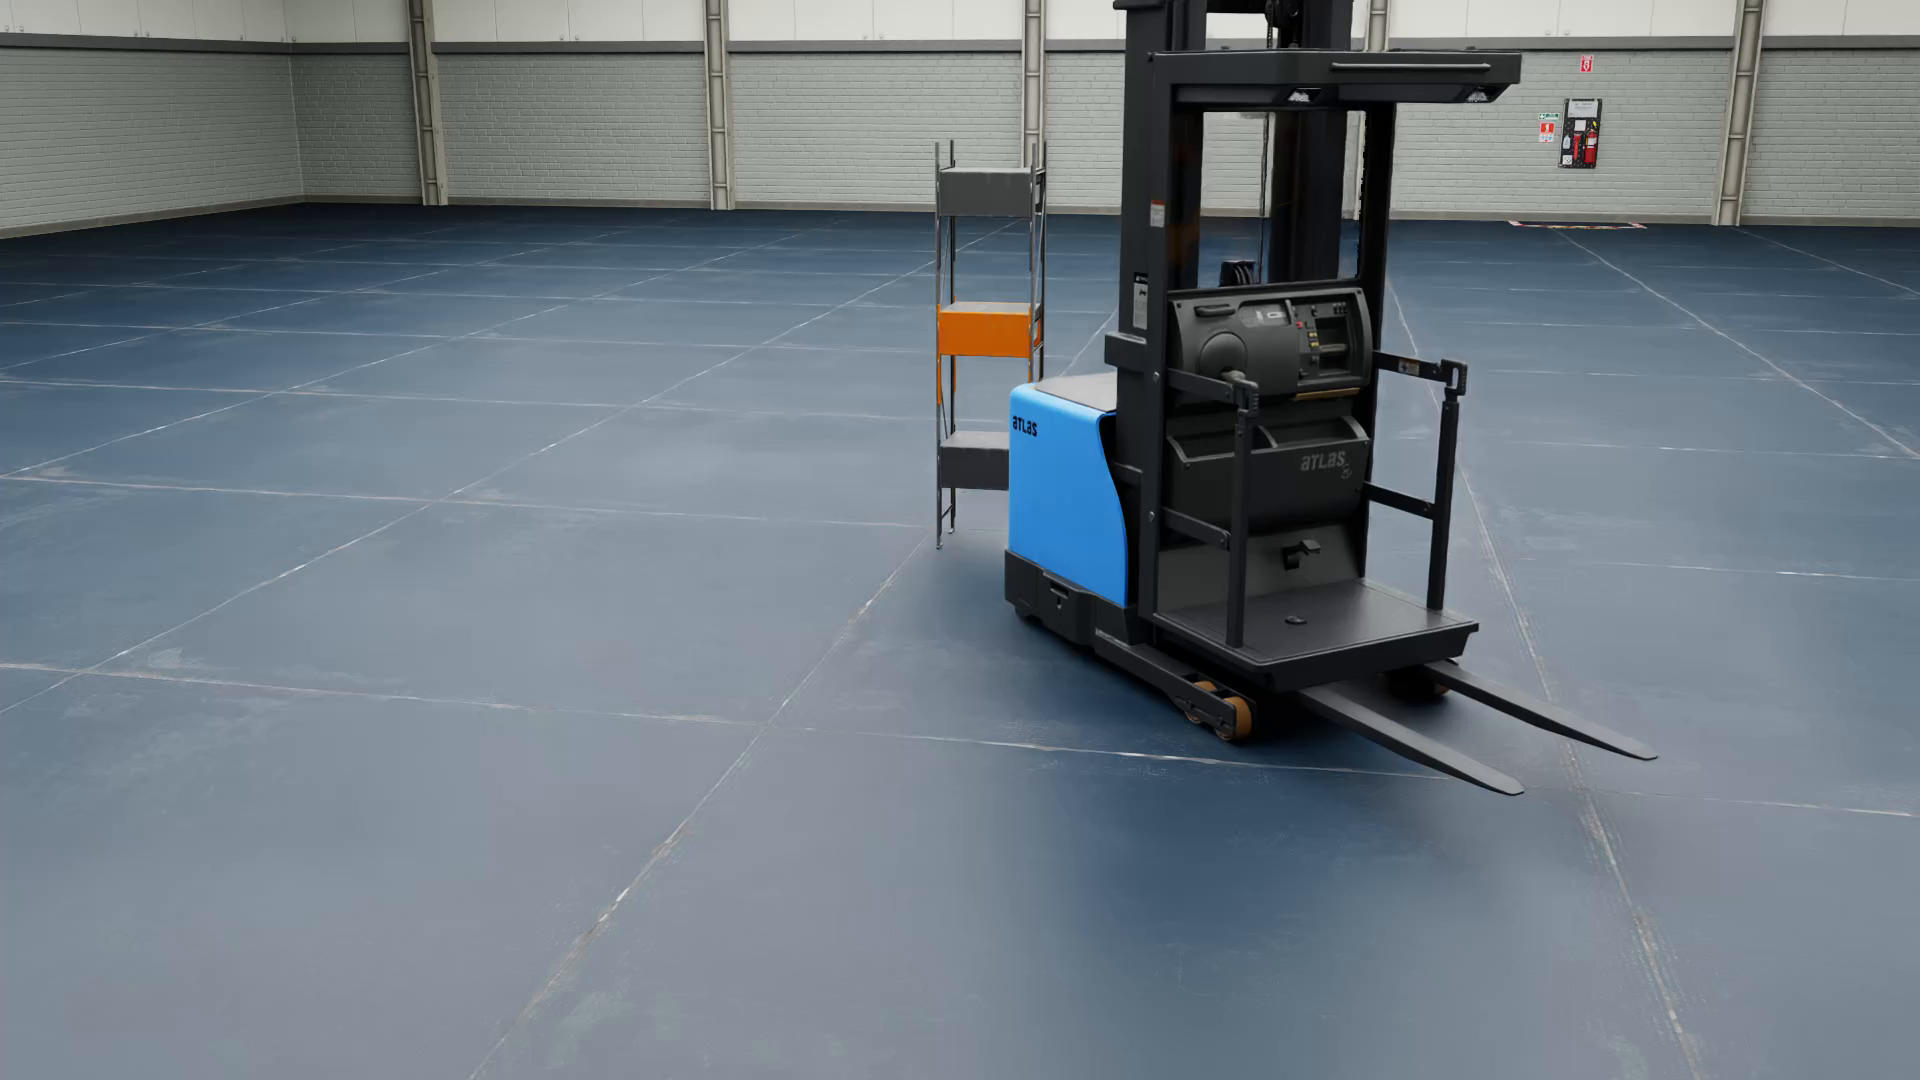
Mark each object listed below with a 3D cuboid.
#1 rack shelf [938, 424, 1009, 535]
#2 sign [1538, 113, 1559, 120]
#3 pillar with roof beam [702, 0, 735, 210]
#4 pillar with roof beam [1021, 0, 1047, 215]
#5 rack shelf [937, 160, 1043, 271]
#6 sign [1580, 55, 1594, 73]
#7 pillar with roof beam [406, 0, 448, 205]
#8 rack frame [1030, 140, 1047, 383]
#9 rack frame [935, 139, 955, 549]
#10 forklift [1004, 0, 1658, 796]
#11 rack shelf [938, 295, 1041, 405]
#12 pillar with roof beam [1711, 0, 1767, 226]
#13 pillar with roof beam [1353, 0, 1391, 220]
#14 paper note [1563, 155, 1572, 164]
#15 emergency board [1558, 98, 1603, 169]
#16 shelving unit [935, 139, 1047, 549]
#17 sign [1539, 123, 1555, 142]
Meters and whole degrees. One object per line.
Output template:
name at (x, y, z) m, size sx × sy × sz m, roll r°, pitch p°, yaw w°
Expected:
rack shelf at (0.162, -0.315, 8.870) m, size 0.480 × 0.518 × 0.431 m, roll 3°, pitch 16°, yaw 11°
sign at (10.160, -7.307, 28.694) m, size 0.331 × 0.109 × 0.001 m, roll 3°, pitch 16°, yaw 11°
pillar with roof beam at (-5.405, -9.562, 26.655) m, size 0.400 × 9.000 × 9.100 m, roll 3°, pitch 16°, yaw 11°
pillar with roof beam at (0.475, -9.243, 25.503) m, size 0.400 × 9.000 × 9.100 m, roll 3°, pitch 16°, yaw 11°
rack shelf at (0.162, -1.665, 8.497) m, size 0.480 × 0.518 × 0.431 m, roll 3°, pitch 16°, yaw 11°
sign at (10.690, -8.125, 28.361) m, size 0.199 × 0.298 × 0.001 m, roll 3°, pitch 16°, yaw 11°
pillar with roof beam at (-11.284, -9.881, 27.807) m, size 0.400 × 9.000 × 9.100 m, roll 3°, pitch 16°, yaw 11°
rack frame at (0.401, -0.990, 8.633) m, size 0.015 × 2.100 × 0.400 m, roll 3°, pitch 16°, yaw 11°
rack frame at (-0.077, -1.016, 8.727) m, size 0.015 × 2.100 × 0.400 m, roll 3°, pitch 16°, yaw 11°
forklift at (1.337, -0.792, 6.361) m, size 1.130 × 2.935 × 3.031 m, roll -8°, pitch 17°, yaw -27°
rack shelf at (0.162, -0.990, 8.684) m, size 0.480 × 0.518 × 0.431 m, roll 3°, pitch 16°, yaw 11°
pillar with roof beam at (12.234, -8.605, 23.198) m, size 0.400 × 9.000 × 9.100 m, roll 3°, pitch 16°, yaw 11°
pillar with roof beam at (6.355, -8.924, 24.350) m, size 0.400 × 9.000 × 9.100 m, roll 3°, pitch 16°, yaw 11°
paper note at (10.518, -6.584, 28.792) m, size 0.142 × 0.148 × 0.016 m, roll 3°, pitch 16°, yaw 11°
emergency board at (10.678, -6.981, 28.575) m, size 0.643 × 1.169 × 0.194 m, roll 3°, pitch 16°, yaw 11°
shelving unit at (0.162, -1.003, 8.680) m, size 0.503 × 2.100 × 0.431 m, roll 3°, pitch 16°, yaw 11°
sign at (10.157, -7.055, 28.774) m, size 0.234 × 0.329 × 0.001 m, roll 3°, pitch 16°, yaw 11°
